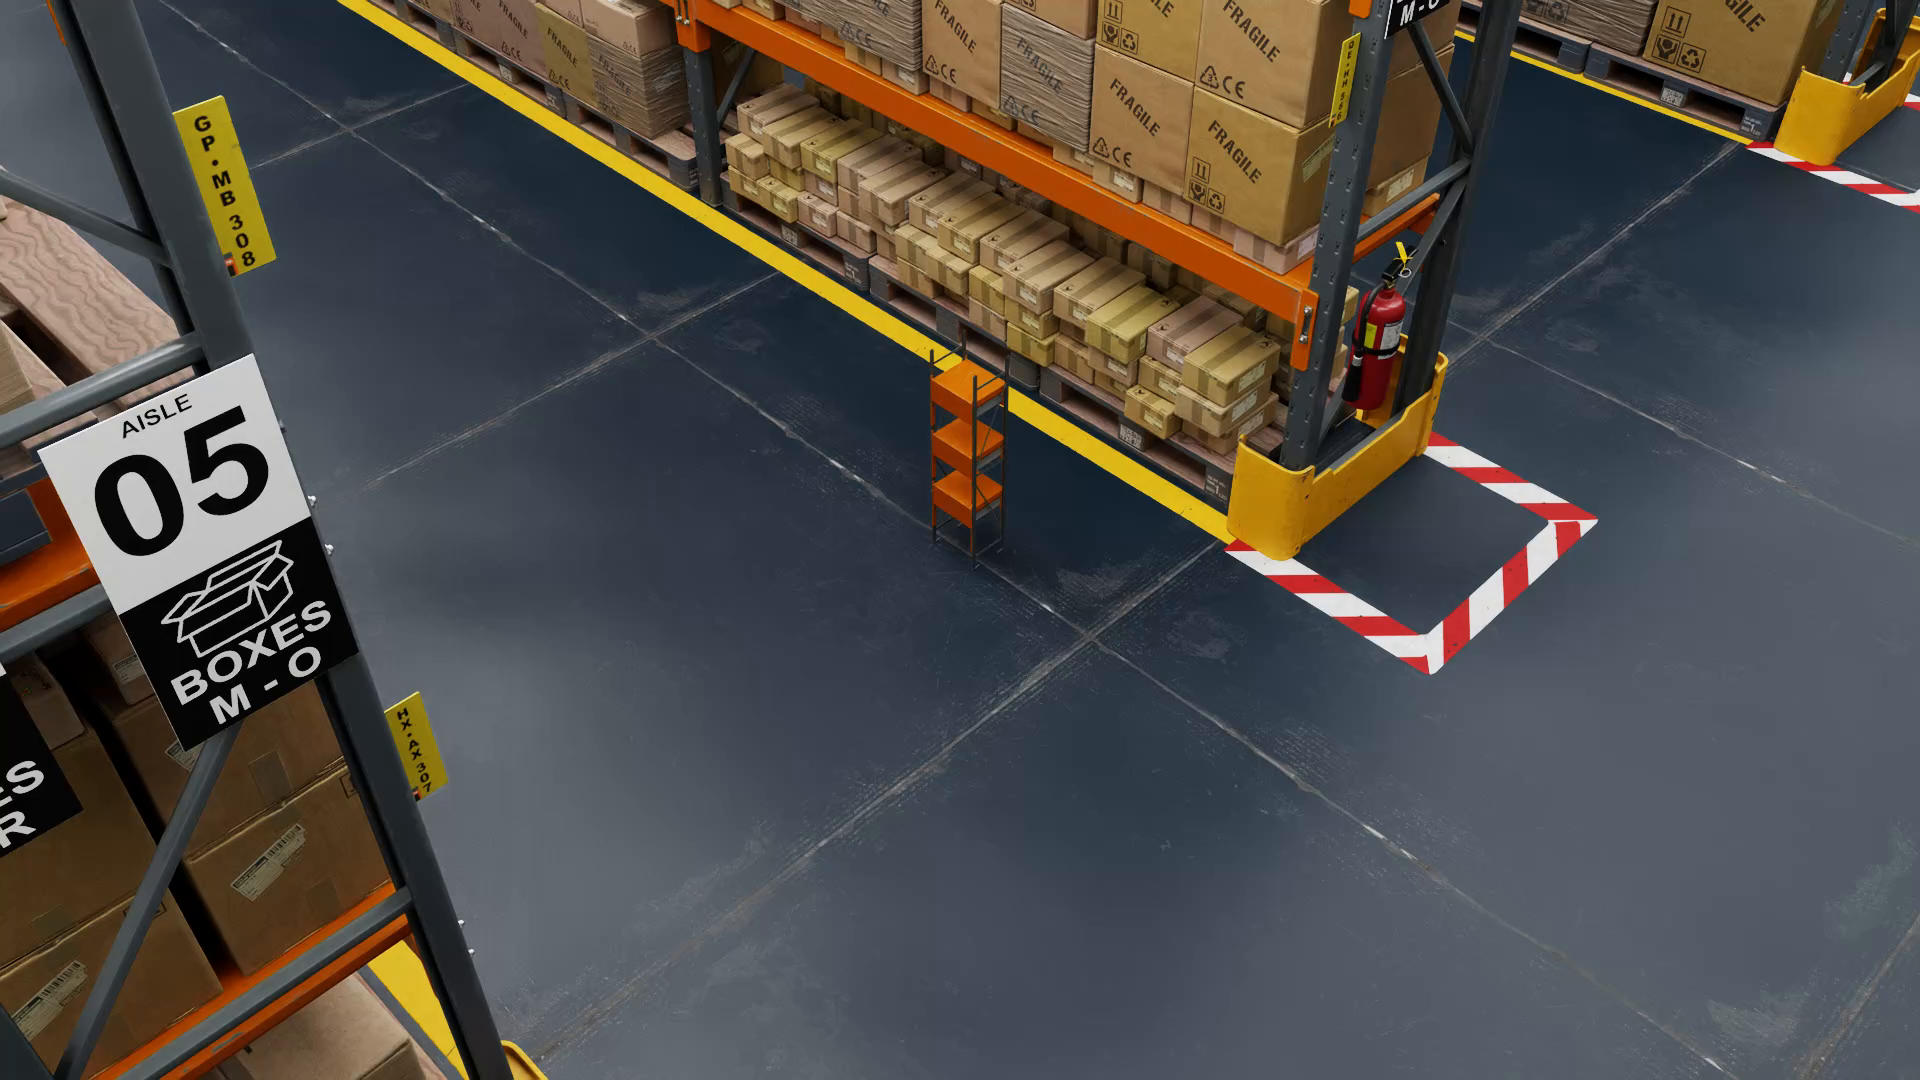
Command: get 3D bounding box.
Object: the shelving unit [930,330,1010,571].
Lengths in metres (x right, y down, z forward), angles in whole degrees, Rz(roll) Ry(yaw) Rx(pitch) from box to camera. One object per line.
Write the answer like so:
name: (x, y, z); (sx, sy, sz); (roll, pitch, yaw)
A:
shelving unit: (0.038, -0.360, 6.983); (0.215, 1.050, 0.252); (-34, 53, -31)

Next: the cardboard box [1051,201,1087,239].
cardboard box: (0.677, -1.680, 8.328); (0.380, 0.149, 0.250); (-33, 52, -31)

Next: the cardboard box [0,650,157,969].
cardboard box: (-2.192, 0.582, 3.716); (0.500, 0.500, 0.500); (-32, 52, -30)

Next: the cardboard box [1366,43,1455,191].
cardboard box: (1.629, -1.811, 6.824); (0.500, 0.500, 0.500); (-32, 51, -30)

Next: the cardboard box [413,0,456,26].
cardboard box: (-3.223, -3.695, 10.689); (0.500, 0.500, 0.500); (-33, 52, -31)

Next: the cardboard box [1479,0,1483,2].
cardboard box: (3.553, -4.154, 10.908); (0.875, 0.875, 0.875); (-34, 53, -31)

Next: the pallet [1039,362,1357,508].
pallet: (1.148, -0.737, 8.009); (1.003, 0.211, 1.213); (-34, 53, -31)

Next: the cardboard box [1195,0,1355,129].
cardboard box: (1.251, -1.931, 6.217); (0.500, 0.500, 0.500); (33, 52, 31)

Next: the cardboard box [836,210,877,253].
cardboard box: (-0.430, -1.697, 8.785); (0.250, 0.149, 0.380); (33, 52, 31)

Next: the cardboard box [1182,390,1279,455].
cardboard box: (1.231, -0.577, 7.573); (0.380, 0.149, 0.250); (-33, 52, -31)

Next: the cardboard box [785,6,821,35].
cardboard box: (-0.646, -2.662, 8.223); (0.250, 0.149, 0.380); (32, 51, 30)

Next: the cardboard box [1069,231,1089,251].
cardboard box: (0.593, -1.510, 8.363); (0.380, 0.149, 0.250); (-31, 51, -29)

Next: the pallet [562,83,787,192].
pallet: (-1.626, -2.588, 10.013); (1.003, 0.211, 1.213); (-34, 53, -31)

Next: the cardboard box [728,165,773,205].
cardboard box: (-1.045, -2.017, 9.132); (0.250, 0.149, 0.380); (32, 51, 30)

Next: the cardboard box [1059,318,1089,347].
cardboard box: (0.690, -1.078, 7.895); (0.250, 0.149, 0.380); (34, 52, 31)

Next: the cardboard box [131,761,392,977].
cardboard box: (-1.819, 0.699, 4.327); (0.500, 0.500, 0.500); (34, 52, 31)

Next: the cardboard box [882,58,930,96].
cardboard box: (-0.142, -2.244, 7.771); (0.380, 0.149, 0.250); (-32, 51, -30)

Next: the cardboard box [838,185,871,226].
cardboard box: (-0.417, -1.818, 8.697); (0.250, 0.149, 0.380); (32, 51, 30)

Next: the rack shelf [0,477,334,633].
rack shelf: (-3.096, -0.695, 4.229); (1.077, 0.370, 4.000); (-34, 53, -31)

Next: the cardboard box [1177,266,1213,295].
cardboard box: (1.254, -1.315, 7.933); (0.250, 0.149, 0.380); (34, 53, 31)

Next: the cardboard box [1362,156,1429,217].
cardboard box: (1.753, -1.538, 7.006); (0.250, 0.149, 0.380); (34, 52, 31)

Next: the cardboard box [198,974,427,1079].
cardboard box: (-2.220, 1.621, 4.981); (0.875, 0.438, 0.875); (32, 52, 30)

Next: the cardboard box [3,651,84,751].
cardboard box: (-2.079, 0.385, 3.452); (0.380, 0.149, 0.250); (-33, 52, -31)

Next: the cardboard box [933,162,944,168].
cardboard box: (-0.118, -2.045, 8.942); (0.380, 0.149, 0.250); (-34, 52, -31)

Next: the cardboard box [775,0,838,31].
cardboard box: (-0.549, -2.792, 7.886); (0.500, 0.500, 0.500); (-34, 53, -31)

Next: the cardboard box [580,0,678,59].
cardboard box: (-1.780, -2.987, 9.370); (0.500, 0.250, 0.500); (33, 52, 30)

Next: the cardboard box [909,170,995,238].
cardboard box: (-0.039, -1.674, 8.322); (0.250, 0.149, 0.380); (32, 51, 30)

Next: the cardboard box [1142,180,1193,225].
cardboard box: (0.983, -1.497, 6.962); (0.250, 0.149, 0.380); (34, 52, 31)

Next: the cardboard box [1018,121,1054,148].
cardboard box: (0.472, -1.907, 7.406); (0.250, 0.149, 0.380); (32, 51, 30)

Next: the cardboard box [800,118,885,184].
cardboard box: (-0.612, -2.041, 8.719); (0.250, 0.149, 0.380); (33, 52, 31)

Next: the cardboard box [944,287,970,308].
cardboard box: (0.140, -1.324, 8.381); (0.380, 0.149, 0.250); (-33, 52, -30)

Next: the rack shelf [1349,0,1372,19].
rack shelf: (0.338, -3.116, 6.849); (1.077, 0.370, 4.000); (-34, 53, -31)

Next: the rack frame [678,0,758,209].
rack frame: (-1.075, -3.239, 8.662); (1.000, 3.000, 0.127); (-34, 53, -31)

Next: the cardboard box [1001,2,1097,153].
cardboard box: (0.526, -2.045, 7.077); (0.500, 0.500, 0.500); (-34, 52, -31)

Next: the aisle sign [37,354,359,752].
aisle sign: (-1.427, 0.045, 3.193); (0.394, 0.787, 0.004); (-34, 53, -31)

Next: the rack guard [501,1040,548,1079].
rack guard: (-1.666, 2.034, 4.798); (1.175, 0.500, 0.348); (-34, 53, -31)

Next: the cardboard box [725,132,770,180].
cardboard box: (-1.045, -2.128, 9.032); (0.380, 0.149, 0.250); (-32, 51, -30)

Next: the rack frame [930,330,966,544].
rack frame: (-0.048, -0.418, 7.047); (0.200, 1.050, 0.008); (-34, 53, -31)

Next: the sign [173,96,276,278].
sign: (-1.286, -0.611, 2.906); (0.100, 0.325, 0.005); (-34, 53, -31)

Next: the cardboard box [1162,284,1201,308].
cardboard box: (1.173, -1.142, 7.965); (0.380, 0.149, 0.250); (-33, 52, -31)

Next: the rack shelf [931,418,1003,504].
rack shelf: (0.038, -0.352, 6.990); (0.215, 0.259, 0.240); (-34, 53, -31)

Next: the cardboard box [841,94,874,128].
cardboard box: (-0.431, -2.415, 9.123); (0.380, 0.149, 0.250); (-33, 52, -31)

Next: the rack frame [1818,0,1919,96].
rack frame: (5.333, -3.646, 9.102); (1.000, 3.000, 0.127); (-34, 53, -31)

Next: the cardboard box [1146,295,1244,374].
cardboard box: (1.060, -0.924, 7.510); (0.380, 0.149, 0.250); (-33, 52, -31)

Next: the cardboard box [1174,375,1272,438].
cardboard box: (1.175, -0.650, 7.433); (0.250, 0.149, 0.380); (33, 52, 30)

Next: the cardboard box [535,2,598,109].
cardboard box: (-2.138, -2.957, 9.889); (0.500, 0.500, 0.500); (33, 52, 30)

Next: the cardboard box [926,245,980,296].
cardboard box: (0.050, -1.393, 8.237); (0.380, 0.149, 0.250); (-34, 52, -31)

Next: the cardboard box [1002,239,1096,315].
cardboard box: (0.420, -1.245, 7.857); (0.380, 0.149, 0.250); (-32, 52, -30)

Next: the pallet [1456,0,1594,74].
pallet: (3.856, -3.554, 11.058); (1.003, 0.211, 1.213); (-34, 53, -31)

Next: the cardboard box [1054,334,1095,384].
cardboard box: (0.668, -0.933, 7.958); (0.380, 0.149, 0.250); (-34, 52, -31)

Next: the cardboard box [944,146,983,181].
cardboard box: (0.135, -2.051, 8.729); (0.250, 0.149, 0.380); (32, 51, 30)
